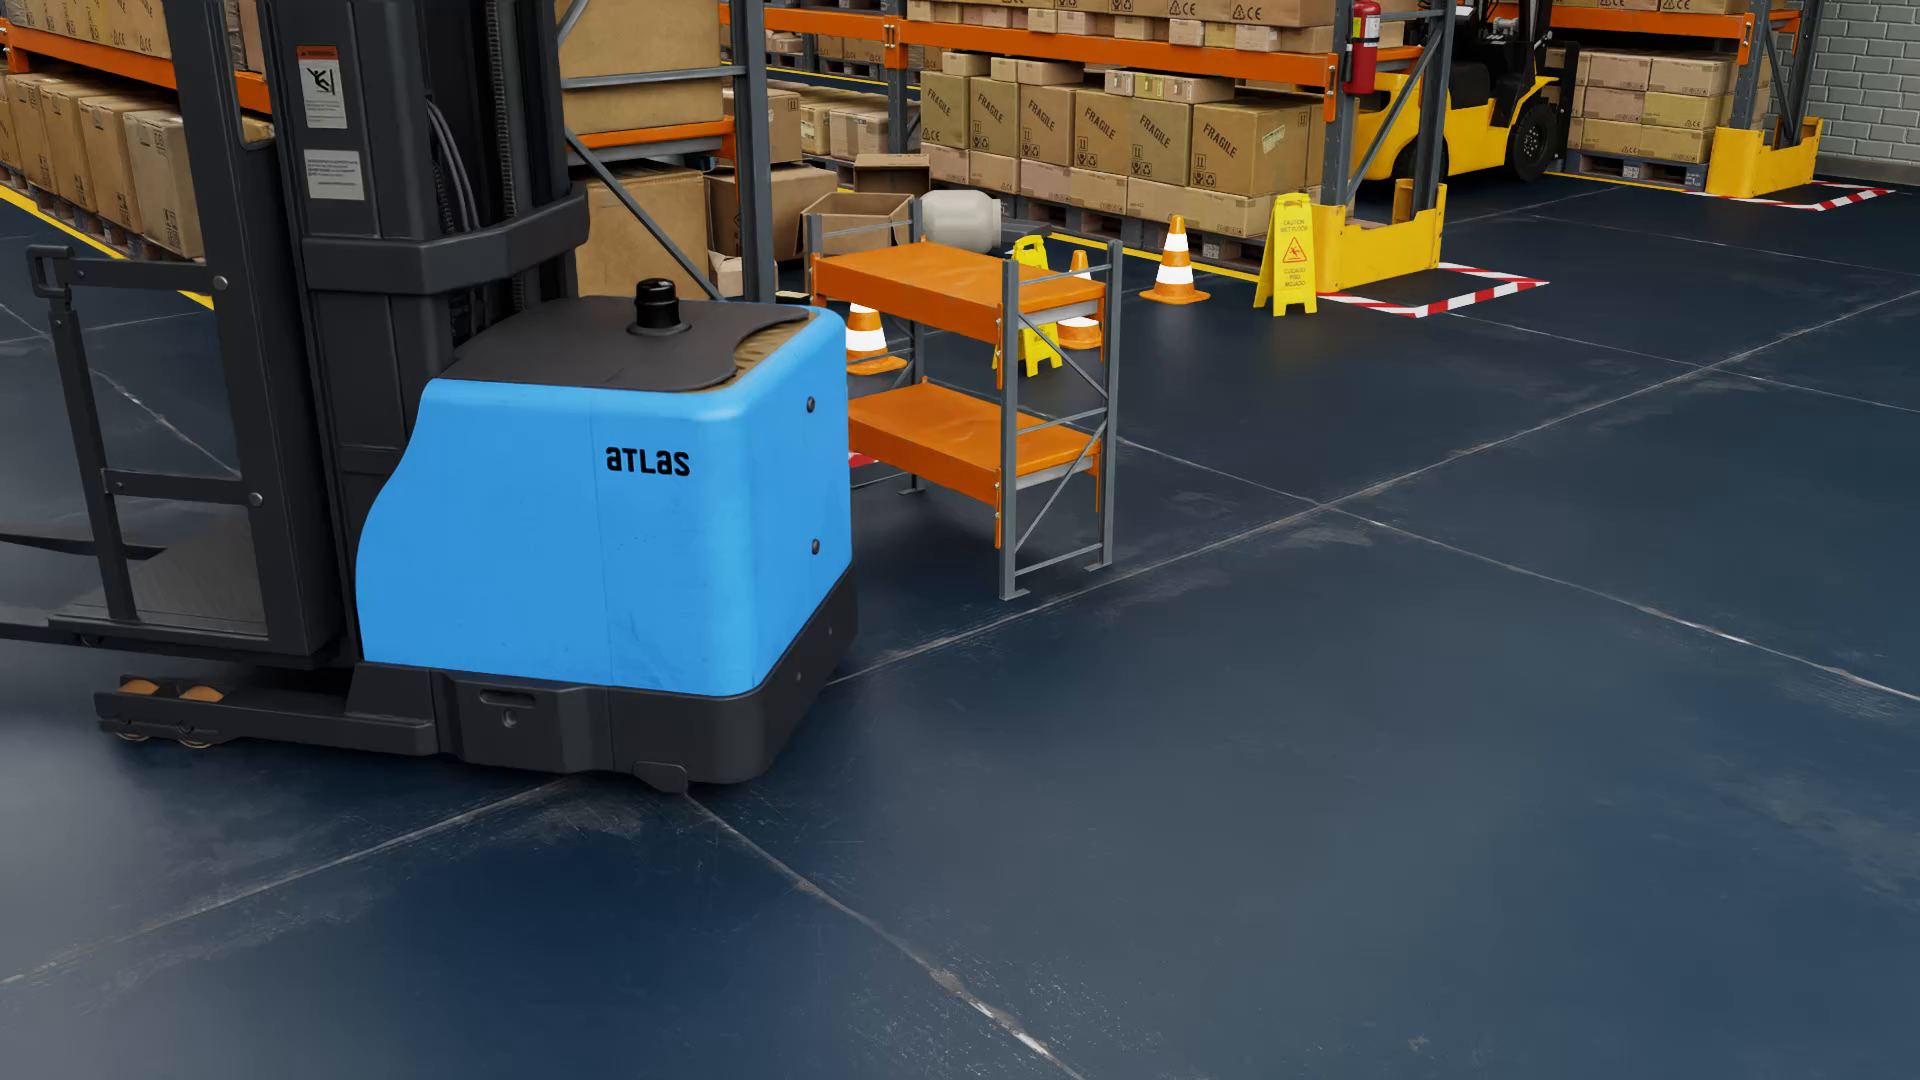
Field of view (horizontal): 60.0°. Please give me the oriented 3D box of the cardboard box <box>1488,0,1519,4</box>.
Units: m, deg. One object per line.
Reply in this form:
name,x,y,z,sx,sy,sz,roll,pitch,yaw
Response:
cardboard box,4.727,-4.710,13.759,0.500,0.500,0.500,-17,27,-37

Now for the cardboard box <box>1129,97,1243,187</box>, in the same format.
cardboard box,1.428,-2.551,10.551,0.500,0.500,0.500,-16,27,-36

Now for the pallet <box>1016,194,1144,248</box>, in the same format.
pallet,1.147,-2.276,11.507,1.003,0.211,1.213,-17,27,-37

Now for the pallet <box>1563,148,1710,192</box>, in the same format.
pallet,5.719,-3.070,13.532,1.003,0.211,1.213,-17,27,-37

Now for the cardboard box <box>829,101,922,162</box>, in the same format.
cardboard box,-0.463,-3.205,13.082,0.950,0.372,0.625,-17,27,-37

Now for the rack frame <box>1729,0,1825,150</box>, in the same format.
rack frame,6.250,-4.167,12.509,1.000,3.000,0.127,-17,27,-37

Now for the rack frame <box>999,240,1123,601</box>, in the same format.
rack frame,0.327,-0.385,5.425,0.500,1.125,0.032,-17,27,-37

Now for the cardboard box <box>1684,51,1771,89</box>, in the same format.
cardboard box,6.080,-3.725,13.206,0.500,0.250,0.500,-18,28,-38

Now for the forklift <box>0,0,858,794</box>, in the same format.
forklift,-1.882,-0.978,4.461,3.031,2.935,1.130,5,22,12

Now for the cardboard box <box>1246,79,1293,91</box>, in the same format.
cardboard box,3.290,-4.503,16.049,0.875,0.625,0.625,-16,26,-35

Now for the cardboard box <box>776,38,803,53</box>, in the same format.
cardboard box,-2.169,-6.434,21.632,0.380,0.149,0.250,-18,28,-39

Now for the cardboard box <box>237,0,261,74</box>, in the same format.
cardboard box,-3.177,-2.707,8.577,0.875,0.550,0.550,-17,27,-37

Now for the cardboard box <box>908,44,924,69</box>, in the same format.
cardboard box,-0.426,-5.898,19.781,0.500,0.500,0.500,-19,28,-39

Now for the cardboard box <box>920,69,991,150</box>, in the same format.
cardboard box,0.062,-3.126,12.019,0.500,0.500,0.500,-16,26,-35

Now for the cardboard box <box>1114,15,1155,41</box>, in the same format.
cardboard box,1.198,-3.256,10.529,0.380,0.149,0.250,-18,28,-38

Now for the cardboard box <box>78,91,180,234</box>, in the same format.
cardboard box,-4.903,-2.448,10.631,1.050,0.750,0.750,-17,27,-37

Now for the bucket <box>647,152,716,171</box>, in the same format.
bucket,-1.967,-2.578,10.856,0.726,0.611,0.620,-8,13,-19

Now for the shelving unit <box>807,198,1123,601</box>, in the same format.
shelving unit,-0.004,-0.526,5.784,0.538,1.125,1.048,-17,27,-37

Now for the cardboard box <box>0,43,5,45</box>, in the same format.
cardboard box,-8.022,-4.183,14.375,0.500,0.250,0.500,-16,26,-35

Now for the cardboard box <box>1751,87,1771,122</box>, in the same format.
cardboard box,6.101,-3.494,13.301,0.500,0.250,0.500,-17,27,-36

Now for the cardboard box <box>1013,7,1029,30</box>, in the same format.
cardboard box,0.577,-3.542,11.260,0.380,0.149,0.250,-18,27,-38

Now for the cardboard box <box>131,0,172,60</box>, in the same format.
cardboard box,-4.346,-3.010,9.419,0.500,0.500,0.500,-18,27,-38

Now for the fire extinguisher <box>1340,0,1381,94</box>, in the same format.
fire extinguisher,2.218,-2.807,9.143,0.296,0.674,0.183,-17,27,-37

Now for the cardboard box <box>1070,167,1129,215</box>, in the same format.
cardboard box,1.083,-2.347,11.057,0.500,0.250,0.500,-19,28,-39

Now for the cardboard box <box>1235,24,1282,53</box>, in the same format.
cardboard box,1.837,-2.963,9.781,0.380,0.149,0.250,-18,28,-38

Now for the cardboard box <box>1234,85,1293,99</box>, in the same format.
cardboard box,1.815,-2.687,10.897,0.500,0.500,0.500,-19,28,-39

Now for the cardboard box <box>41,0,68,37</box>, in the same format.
cardboard box,-5.662,-3.567,10.841,0.500,0.500,0.500,-17,27,-37

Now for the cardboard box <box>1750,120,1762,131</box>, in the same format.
cardboard box,6.078,-3.264,13.399,0.500,0.250,0.500,-17,27,-37

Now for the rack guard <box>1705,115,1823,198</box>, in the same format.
rack guard,6.266,-2.996,12.948,1.175,0.500,0.348,-17,27,-37

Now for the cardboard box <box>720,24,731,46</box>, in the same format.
cardboard box,-3.069,-7.012,22.625,0.500,0.500,0.500,-17,27,-36

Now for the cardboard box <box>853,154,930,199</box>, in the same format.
cardboard box,-0.450,-2.306,11.184,0.500,0.500,0.500,0,21,-1

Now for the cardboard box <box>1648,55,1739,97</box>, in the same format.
cardboard box,5.713,-3.600,12.887,0.500,0.250,0.500,-16,27,-36

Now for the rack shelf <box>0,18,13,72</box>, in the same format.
rack shelf,-7.719,-4.206,13.595,1.077,0.370,4.000,-17,27,-37

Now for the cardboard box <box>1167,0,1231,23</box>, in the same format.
cardboard box,1.606,-3.393,9.989,0.500,0.500,0.500,-17,27,-37

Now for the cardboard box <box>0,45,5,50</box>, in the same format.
cardboard box,-8.064,-3.918,13.699,0.500,0.250,0.500,-16,27,-35

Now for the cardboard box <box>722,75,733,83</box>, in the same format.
cardboard box,-2.369,-4.008,15.131,0.950,0.372,0.625,-20,29,-41

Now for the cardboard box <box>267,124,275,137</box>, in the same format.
cardboard box,-2.854,-1.651,8.423,0.875,0.875,0.875,-17,27,-37

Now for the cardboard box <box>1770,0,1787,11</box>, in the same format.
cardboard box,6.137,-4.416,13.009,0.500,0.500,0.500,-16,27,-36

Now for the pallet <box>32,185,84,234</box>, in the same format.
pallet,-5.956,-2.454,11.960,1.003,0.211,1.213,-17,27,-37

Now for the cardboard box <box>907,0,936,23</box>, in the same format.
cardboard box,-0.156,-3.809,11.940,0.380,0.149,0.250,-18,27,-38

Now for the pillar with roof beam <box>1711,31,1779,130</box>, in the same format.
pillar with roof beam,3.217,-6.342,9.838,9.100,9.000,0.400,-17,27,-37

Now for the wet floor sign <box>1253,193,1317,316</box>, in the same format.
wet floor sign,1.806,-1.581,9.135,0.267,0.644,0.232,-8,23,-19

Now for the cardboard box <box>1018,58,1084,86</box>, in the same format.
cardboard box,0.613,-3.164,11.227,0.380,0.149,0.250,-16,26,-34

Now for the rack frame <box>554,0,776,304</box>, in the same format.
rack frame,-1.192,-1.778,6.410,1.000,3.000,0.127,-17,27,-37

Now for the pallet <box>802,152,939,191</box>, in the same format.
pallet,-0.628,-3.006,13.368,1.003,0.211,1.213,-17,27,-37

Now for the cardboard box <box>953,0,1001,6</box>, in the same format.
cardboard box,0.303,-3.953,11.419,0.500,0.500,0.500,-18,27,-38
